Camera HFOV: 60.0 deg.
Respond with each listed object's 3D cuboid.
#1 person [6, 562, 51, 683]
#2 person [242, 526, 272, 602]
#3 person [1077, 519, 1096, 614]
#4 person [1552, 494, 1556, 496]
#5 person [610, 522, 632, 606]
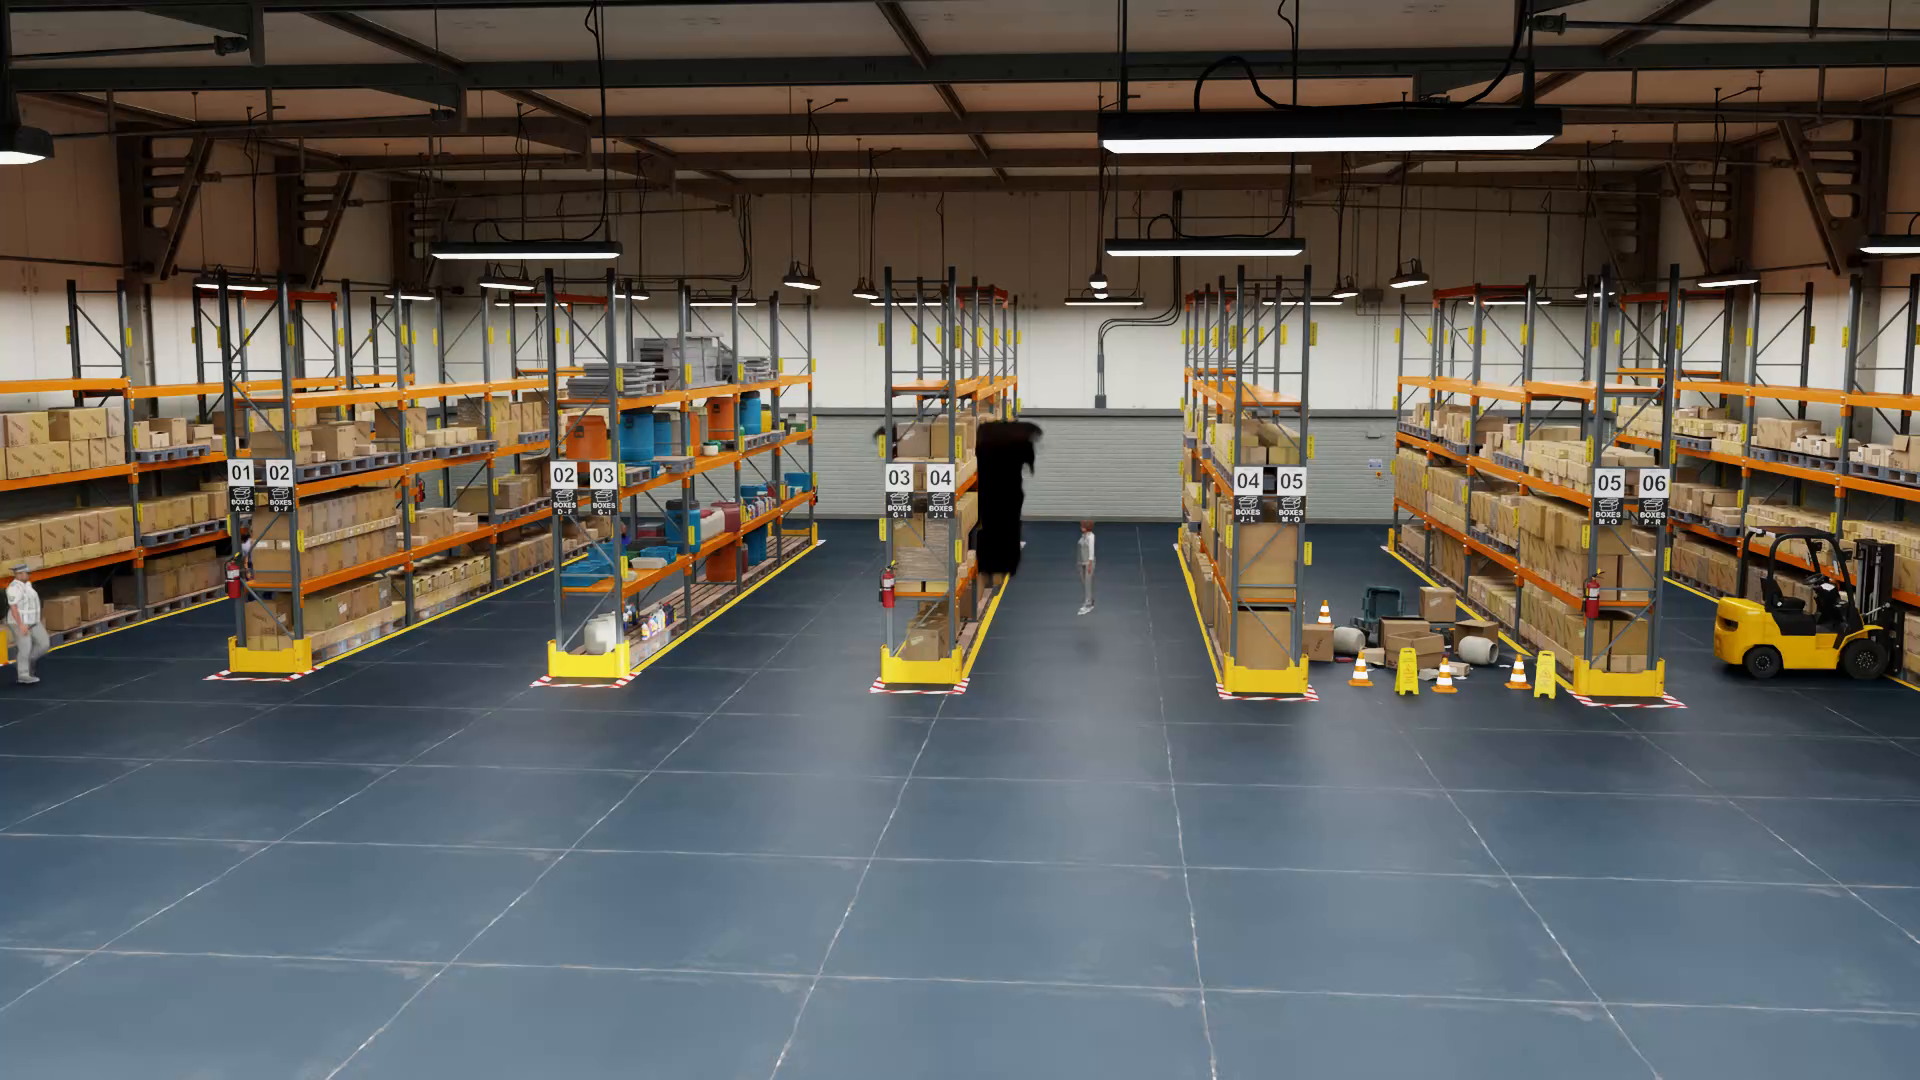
[{"bbox_3d":[-13.534,1.201,24.065,0.467,1.767,0.533,1,7,8],"label":"person"},{"bbox_3d":[-12.603,0.597,29.822,0.380,1.697,0.555,5,9,37],"label":"person"},{"bbox_3d":[2.176,0.447,28.639,0.485,1.620,0.423,-4,8,-32],"label":"person"},{"bbox_3d":[14.028,-0.579,38.845,0.570,1.739,0.797,5,9,36],"label":"person"},{"bbox_3d":[-6.186,0.492,30.499,0.507,1.666,0.366,-5,9,-38],"label":"person"}]
